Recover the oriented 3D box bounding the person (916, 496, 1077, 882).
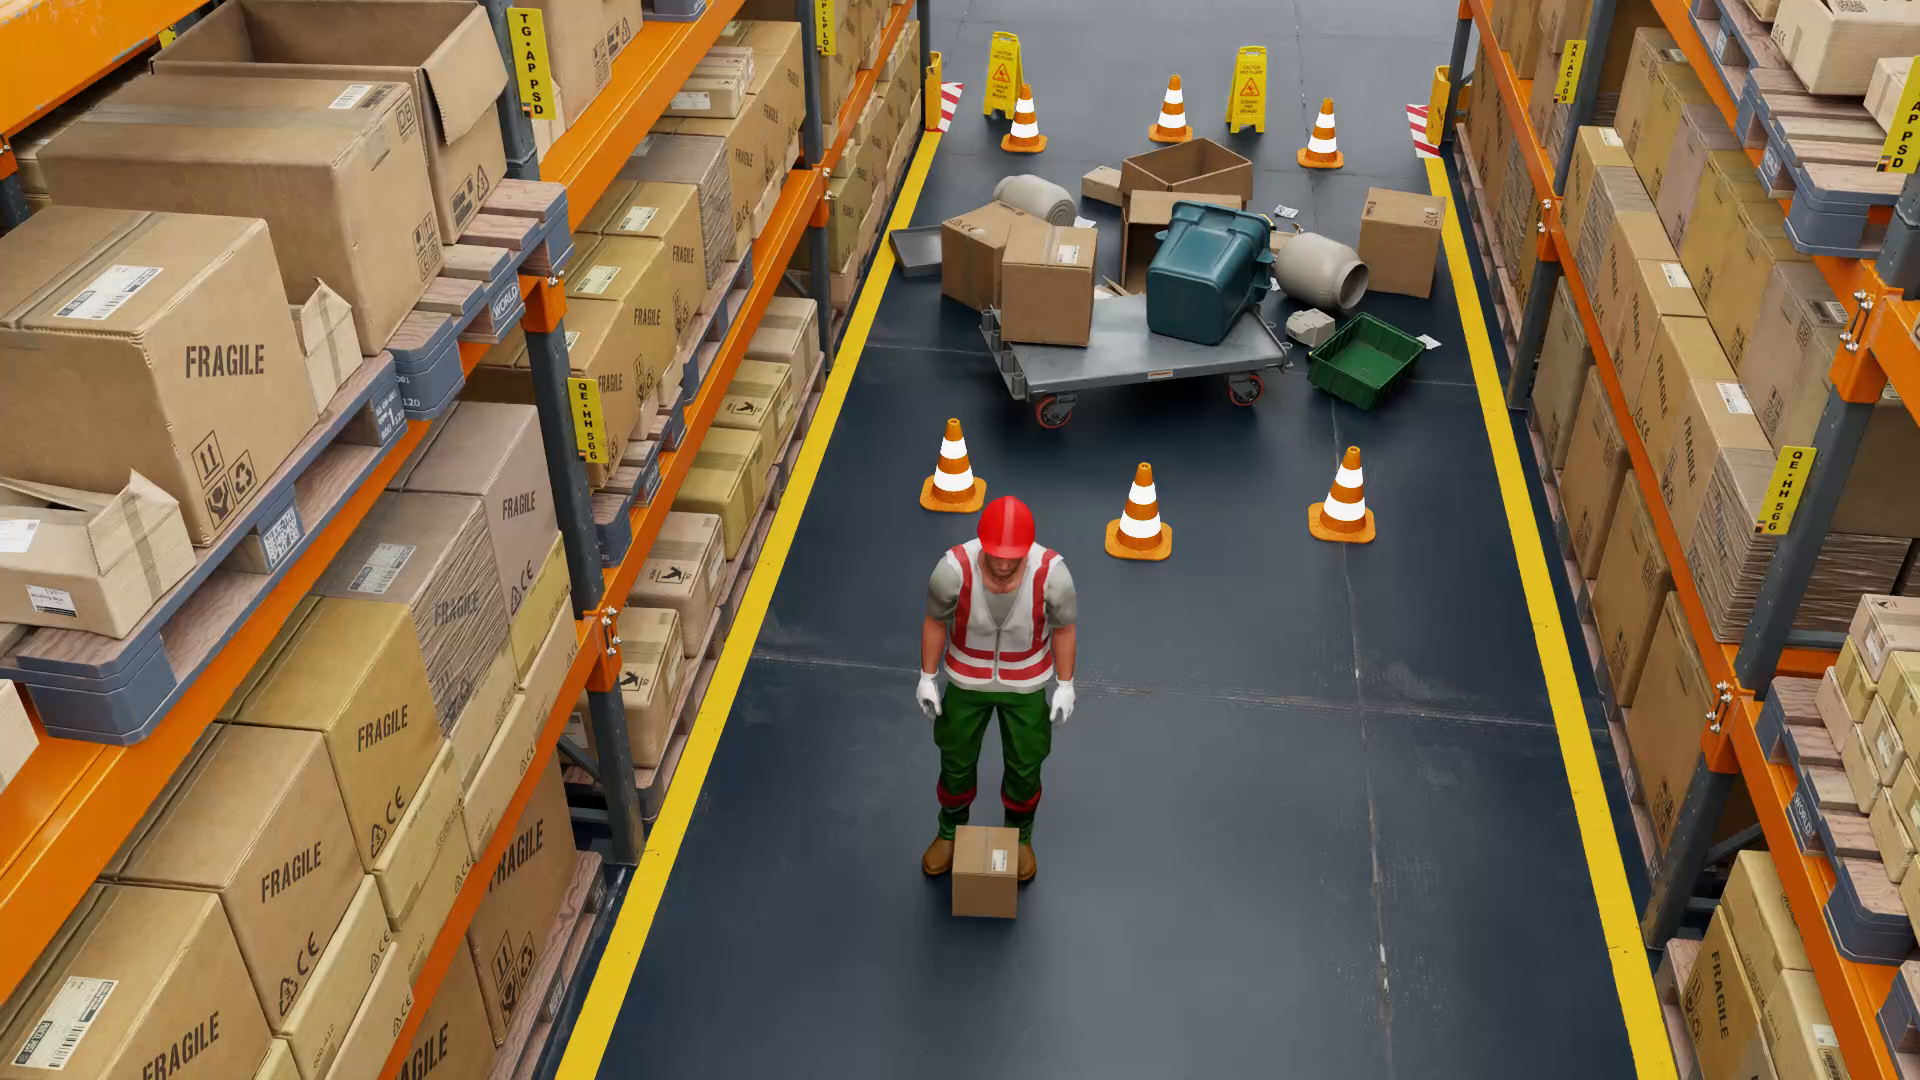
[{"bbox_3d":[0.137,0.553,6.263,0.610,1.777,0.452,3,36,4],"label":"person"}]
